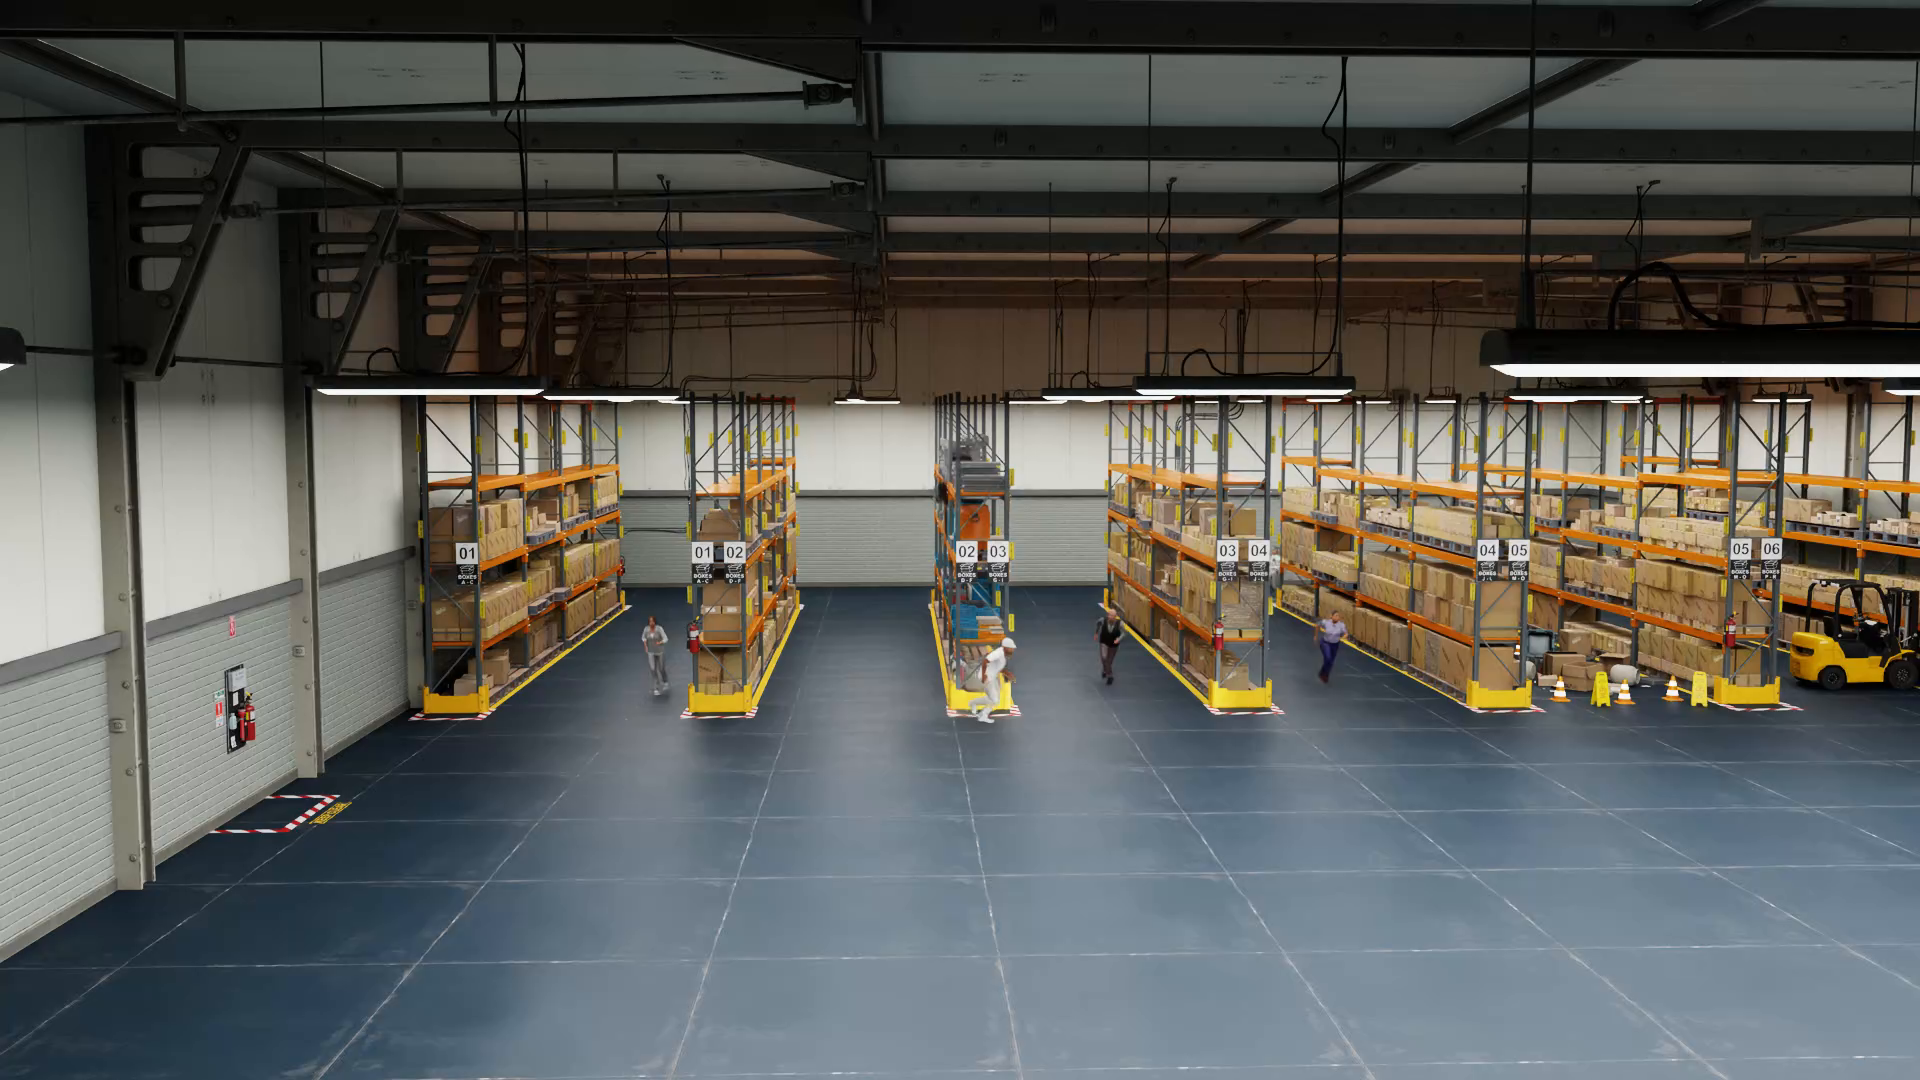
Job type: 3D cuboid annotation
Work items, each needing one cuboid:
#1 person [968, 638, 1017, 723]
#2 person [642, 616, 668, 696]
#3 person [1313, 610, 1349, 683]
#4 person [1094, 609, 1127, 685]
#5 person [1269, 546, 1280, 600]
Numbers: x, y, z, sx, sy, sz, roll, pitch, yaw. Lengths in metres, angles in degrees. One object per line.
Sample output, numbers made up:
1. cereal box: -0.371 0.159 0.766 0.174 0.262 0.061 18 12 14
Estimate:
1. person: 0.576 2.544 30.060 0.924 1.568 0.725 2 5 18
2. person: -6.076 2.277 33.126 0.529 1.561 0.797 0 5 -5
3. person: 7.675 2.183 34.421 0.604 1.519 0.967 -1 5 -12
4. person: 3.108 2.166 34.464 0.662 1.557 1.066 0 5 0
5. person: 9.198 1.008 48.693 0.646 1.714 0.608 -3 5 -34
